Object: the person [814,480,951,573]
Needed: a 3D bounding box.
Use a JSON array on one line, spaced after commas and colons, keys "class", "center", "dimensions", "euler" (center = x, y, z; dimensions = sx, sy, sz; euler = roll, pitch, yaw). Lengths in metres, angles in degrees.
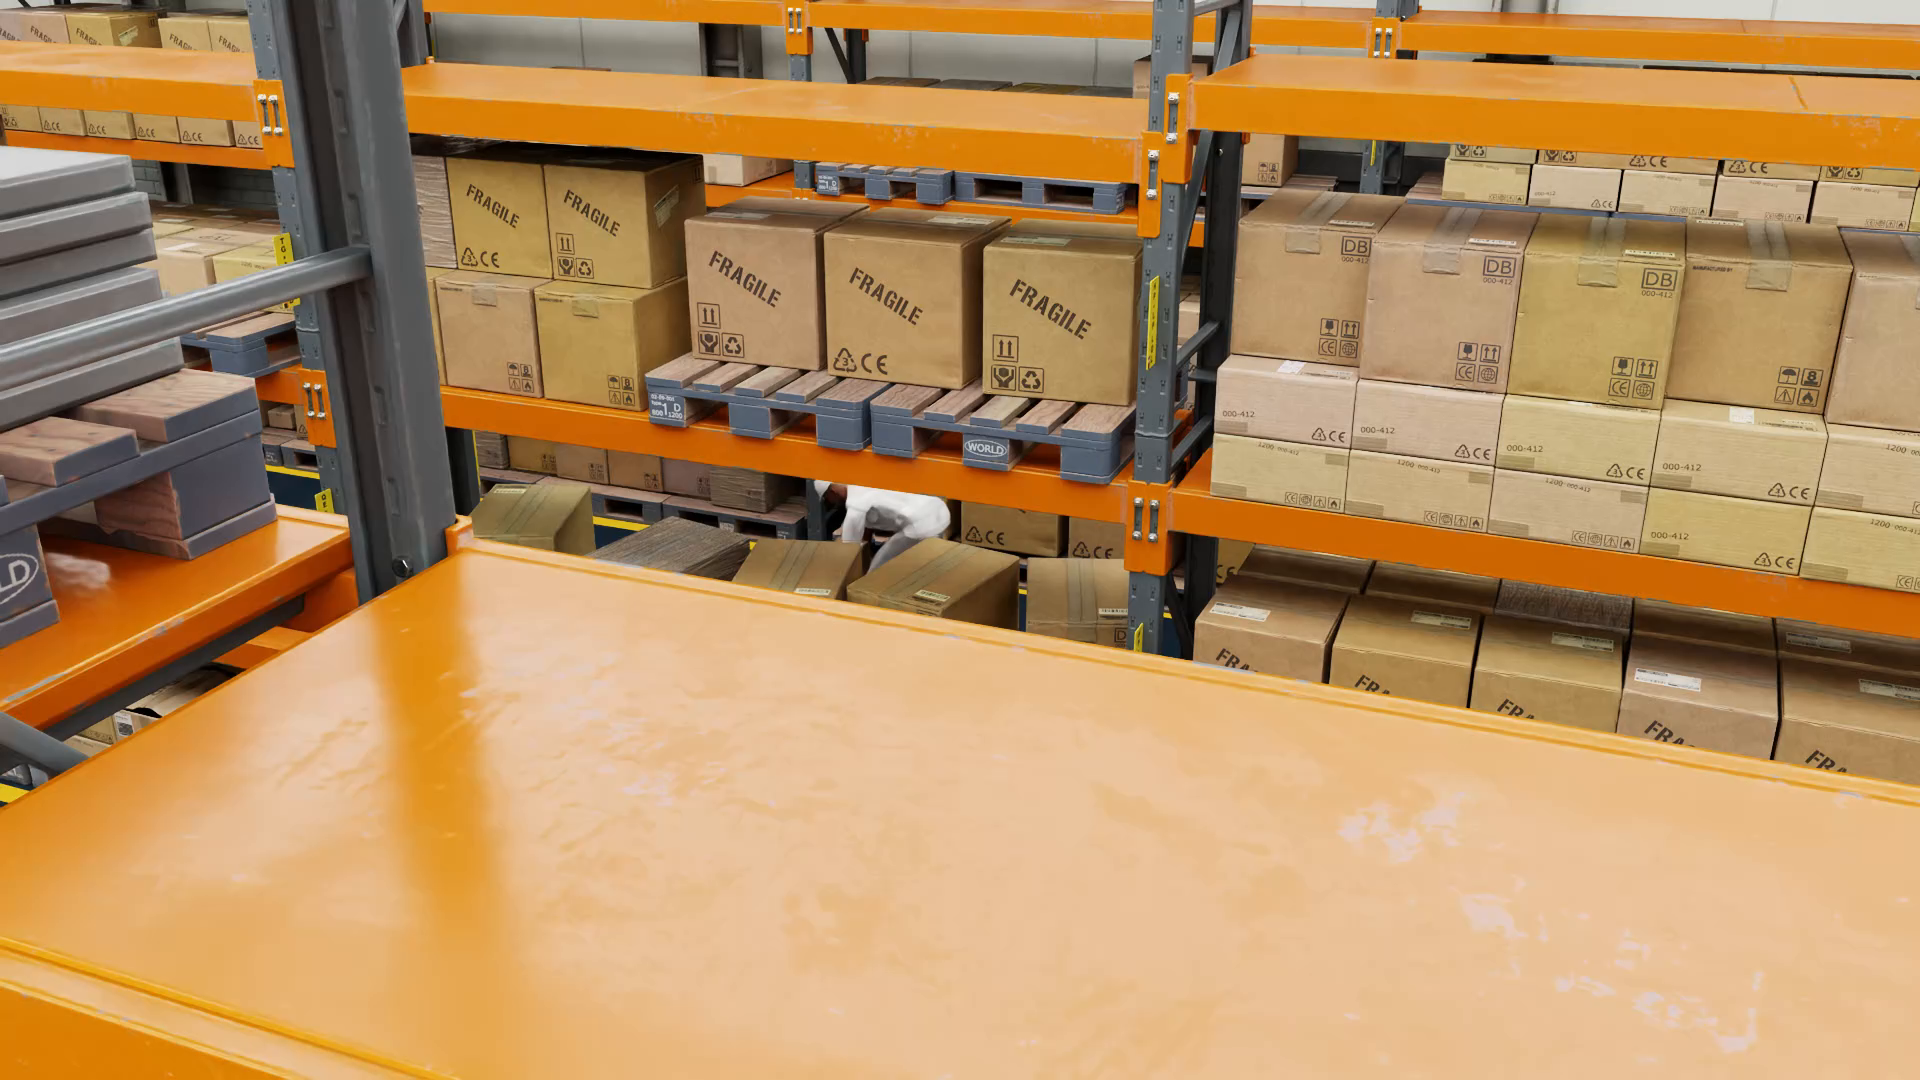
[{"class": "person", "center": [-0.552, 0.069, 11.551], "dimensions": [0.959, 1.143, 0.511], "euler": [8, 23, 18]}]
